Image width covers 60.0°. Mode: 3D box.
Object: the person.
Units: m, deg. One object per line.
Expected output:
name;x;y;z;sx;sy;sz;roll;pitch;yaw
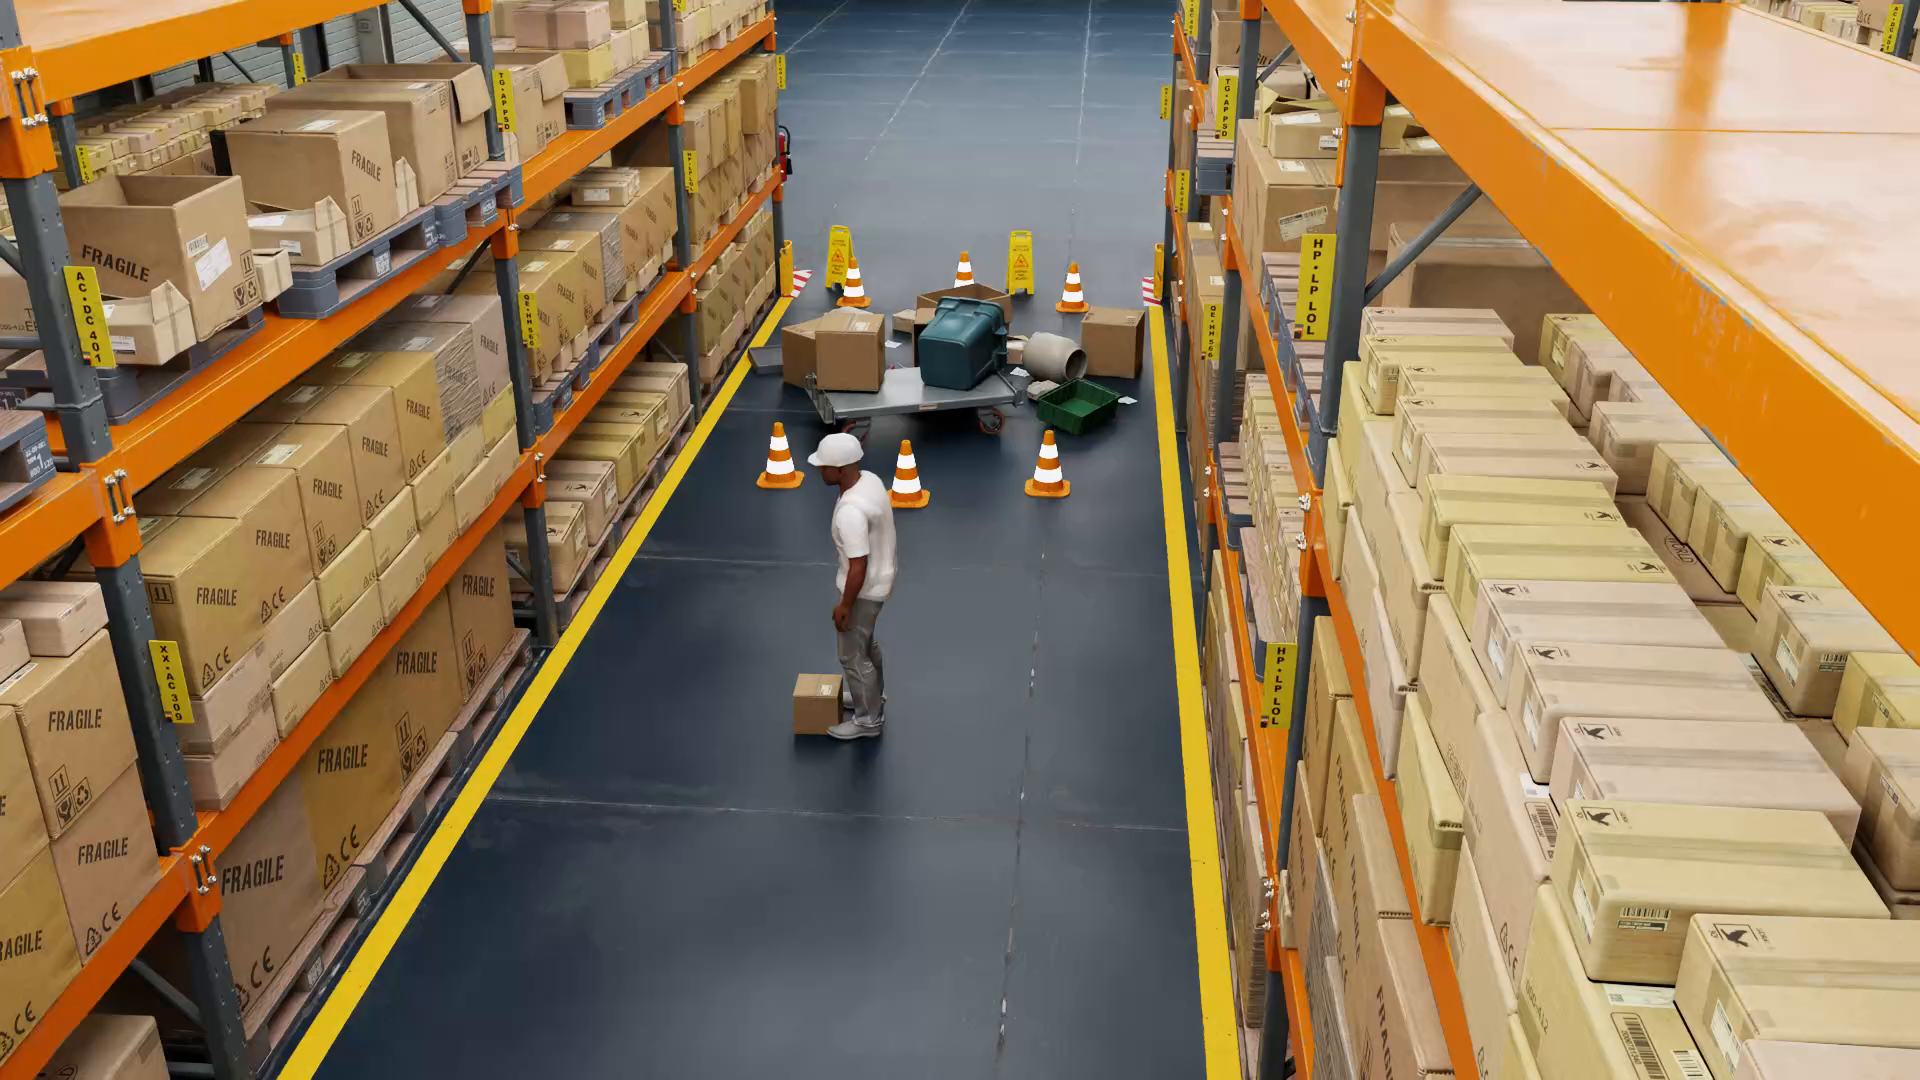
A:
person;-0.568;0.241;9.054;0.456;1.758;0.627;2;24;4
